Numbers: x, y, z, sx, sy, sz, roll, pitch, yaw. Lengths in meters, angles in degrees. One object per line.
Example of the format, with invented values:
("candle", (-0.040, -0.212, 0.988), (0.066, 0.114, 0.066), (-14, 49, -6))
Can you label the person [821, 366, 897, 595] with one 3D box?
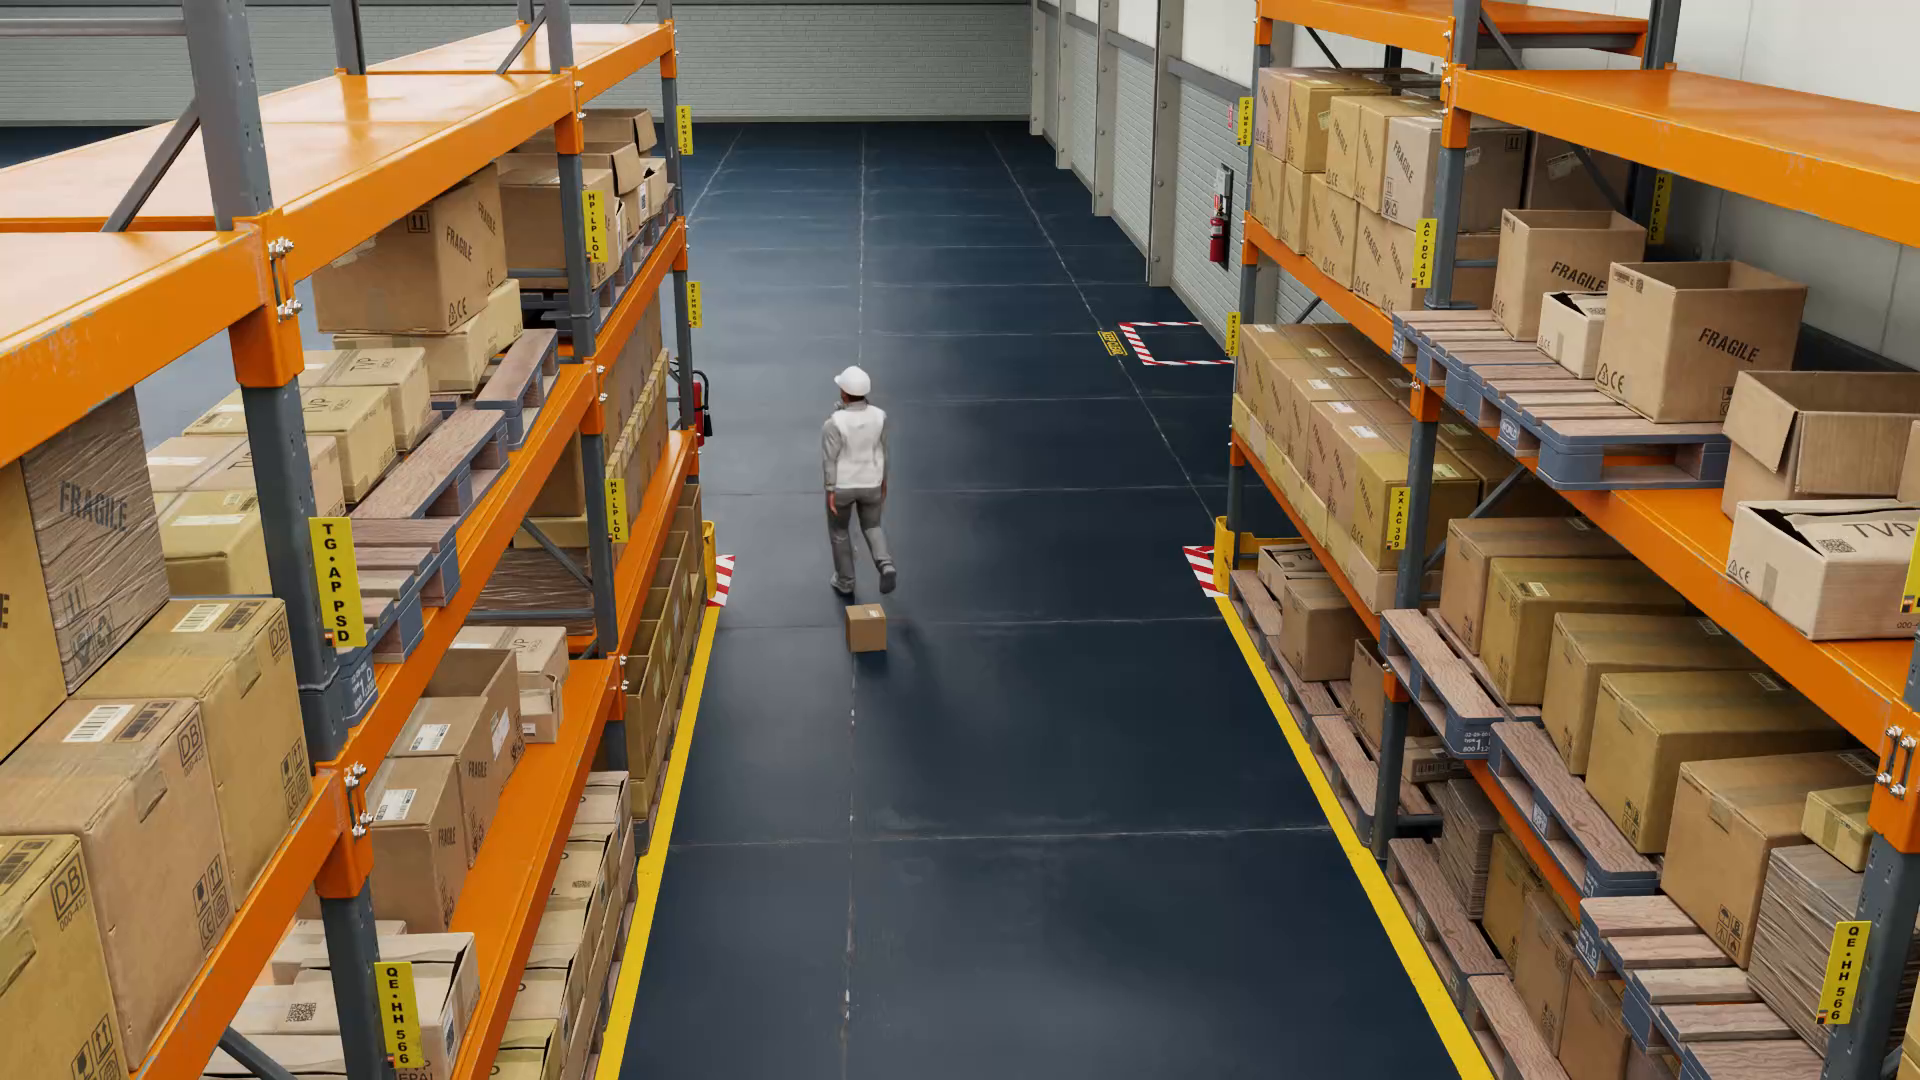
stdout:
("person", (-0.752, -0.409, 12.101), (0.531, 1.749, 0.715), (-9, 22, -22))
